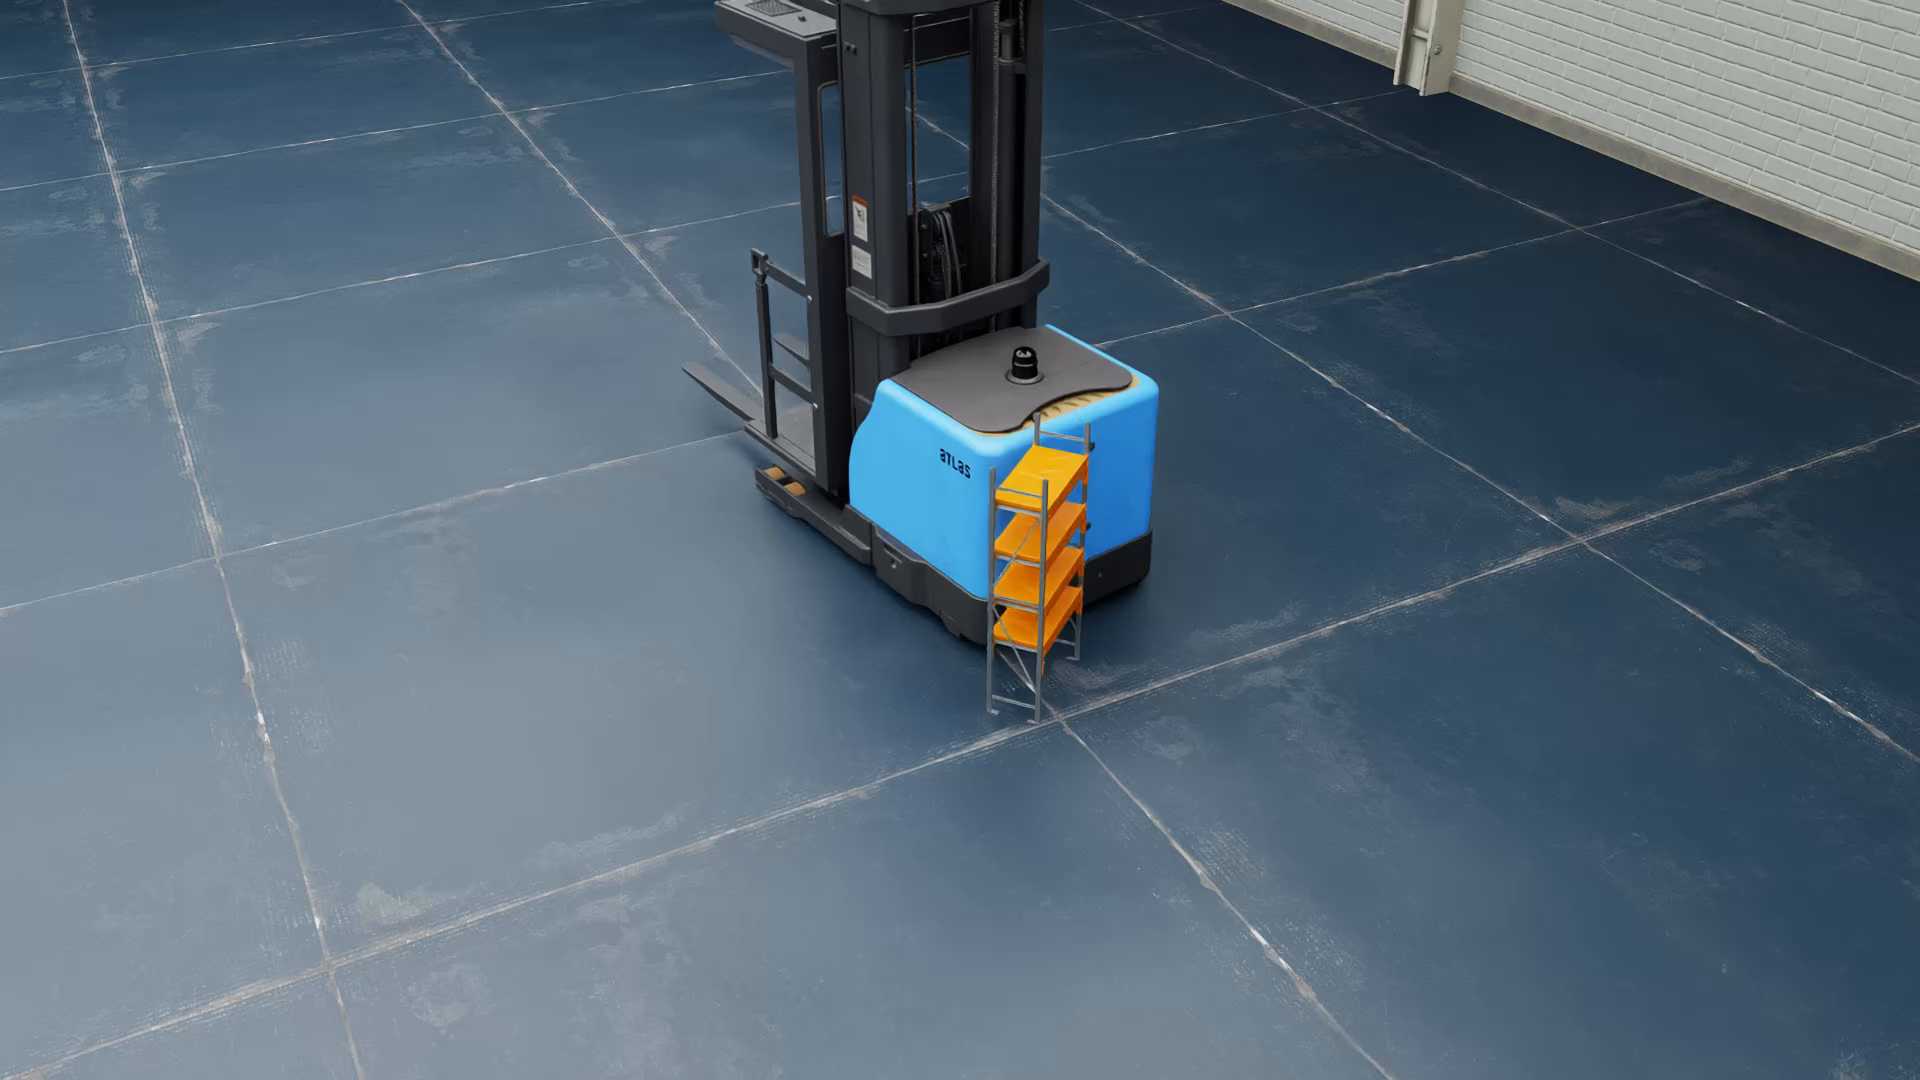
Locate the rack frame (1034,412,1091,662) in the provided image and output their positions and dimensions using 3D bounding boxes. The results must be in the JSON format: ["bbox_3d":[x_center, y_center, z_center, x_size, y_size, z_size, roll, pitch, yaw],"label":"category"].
[{"bbox_3d":[0.420,0.008,7.126,0.240,1.200,0.015,13,35,19],"label":"rack frame"}]

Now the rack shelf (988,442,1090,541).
[{"bbox_3d":[0.324,-0.202,6.725,0.258,0.148,0.480,13,35,19],"label":"rack shelf"}]

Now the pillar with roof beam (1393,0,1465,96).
[{"bbox_3d":[0.175,-6.616,10.234,9.100,9.000,0.400,-16,36,-23],"label":"pillar with roof beam"}]

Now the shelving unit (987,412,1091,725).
[{"bbox_3d":[0.324,0.129,6.937,0.258,1.200,0.503,13,35,19],"label":"shelving unit"}]

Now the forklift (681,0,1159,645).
[{"bbox_3d":[-0.395,-1.503,7.879,1.130,2.935,3.031,-22,39,-31],"label":"forklift"}]

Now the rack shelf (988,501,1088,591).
[{"bbox_3d":[0.324,-0.003,6.853,0.258,0.148,0.480,13,35,19],"label":"rack shelf"}]

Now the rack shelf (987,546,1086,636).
[{"bbox_3d":[0.324,0.185,6.973,0.258,0.148,0.480,13,35,19],"label":"rack shelf"}]

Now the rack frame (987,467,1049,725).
[{"bbox_3d":[0.228,0.249,6.748,0.240,1.200,0.015,13,35,19],"label":"rack frame"}]

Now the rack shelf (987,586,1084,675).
[{"bbox_3d":[0.324,0.352,7.081,0.258,0.148,0.480,13,35,19],"label":"rack shelf"}]
